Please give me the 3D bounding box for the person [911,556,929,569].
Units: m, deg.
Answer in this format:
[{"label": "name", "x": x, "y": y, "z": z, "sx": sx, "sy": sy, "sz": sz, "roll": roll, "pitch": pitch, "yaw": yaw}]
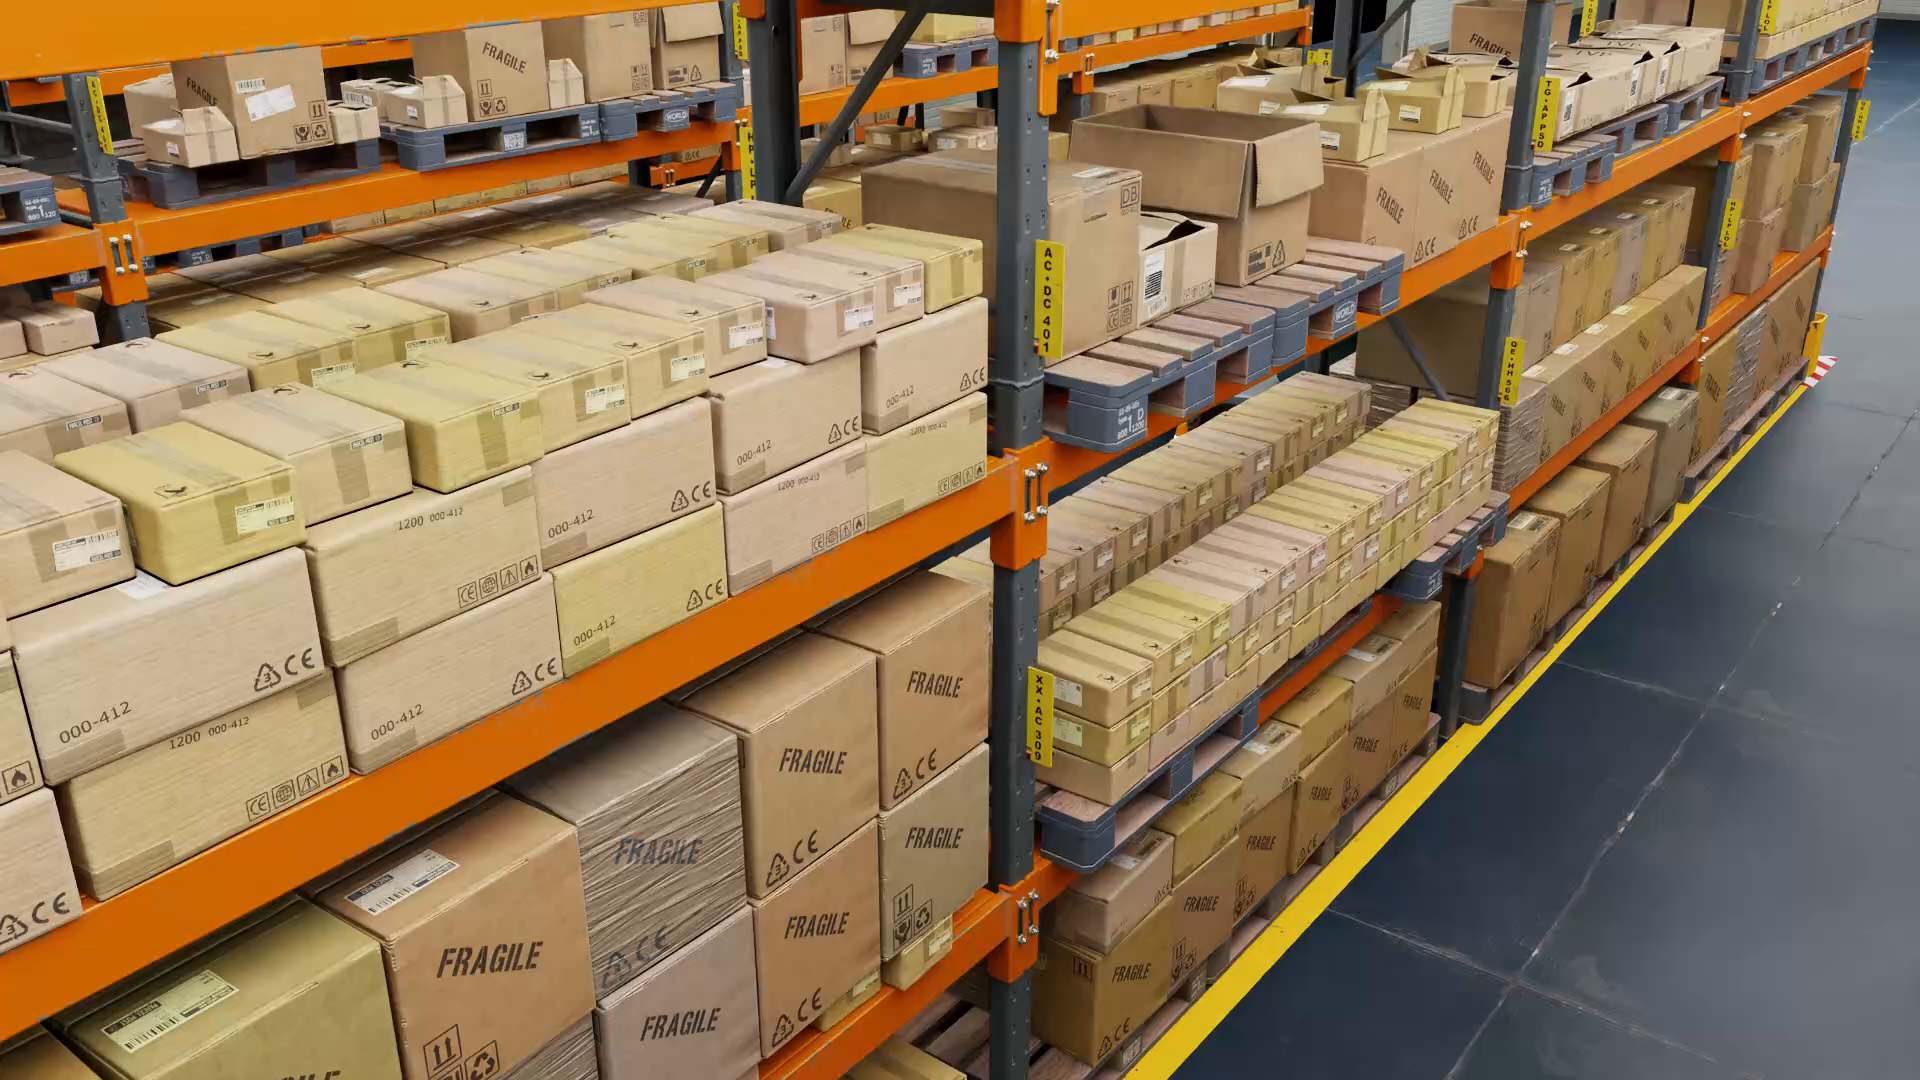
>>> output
[{"label": "person", "x": -0.409, "y": -0.374, "z": 10.215, "sx": 0.625, "sy": 1.543, "sz": 0.666, "roll": 17, "pitch": 29, "yaw": 34}]
